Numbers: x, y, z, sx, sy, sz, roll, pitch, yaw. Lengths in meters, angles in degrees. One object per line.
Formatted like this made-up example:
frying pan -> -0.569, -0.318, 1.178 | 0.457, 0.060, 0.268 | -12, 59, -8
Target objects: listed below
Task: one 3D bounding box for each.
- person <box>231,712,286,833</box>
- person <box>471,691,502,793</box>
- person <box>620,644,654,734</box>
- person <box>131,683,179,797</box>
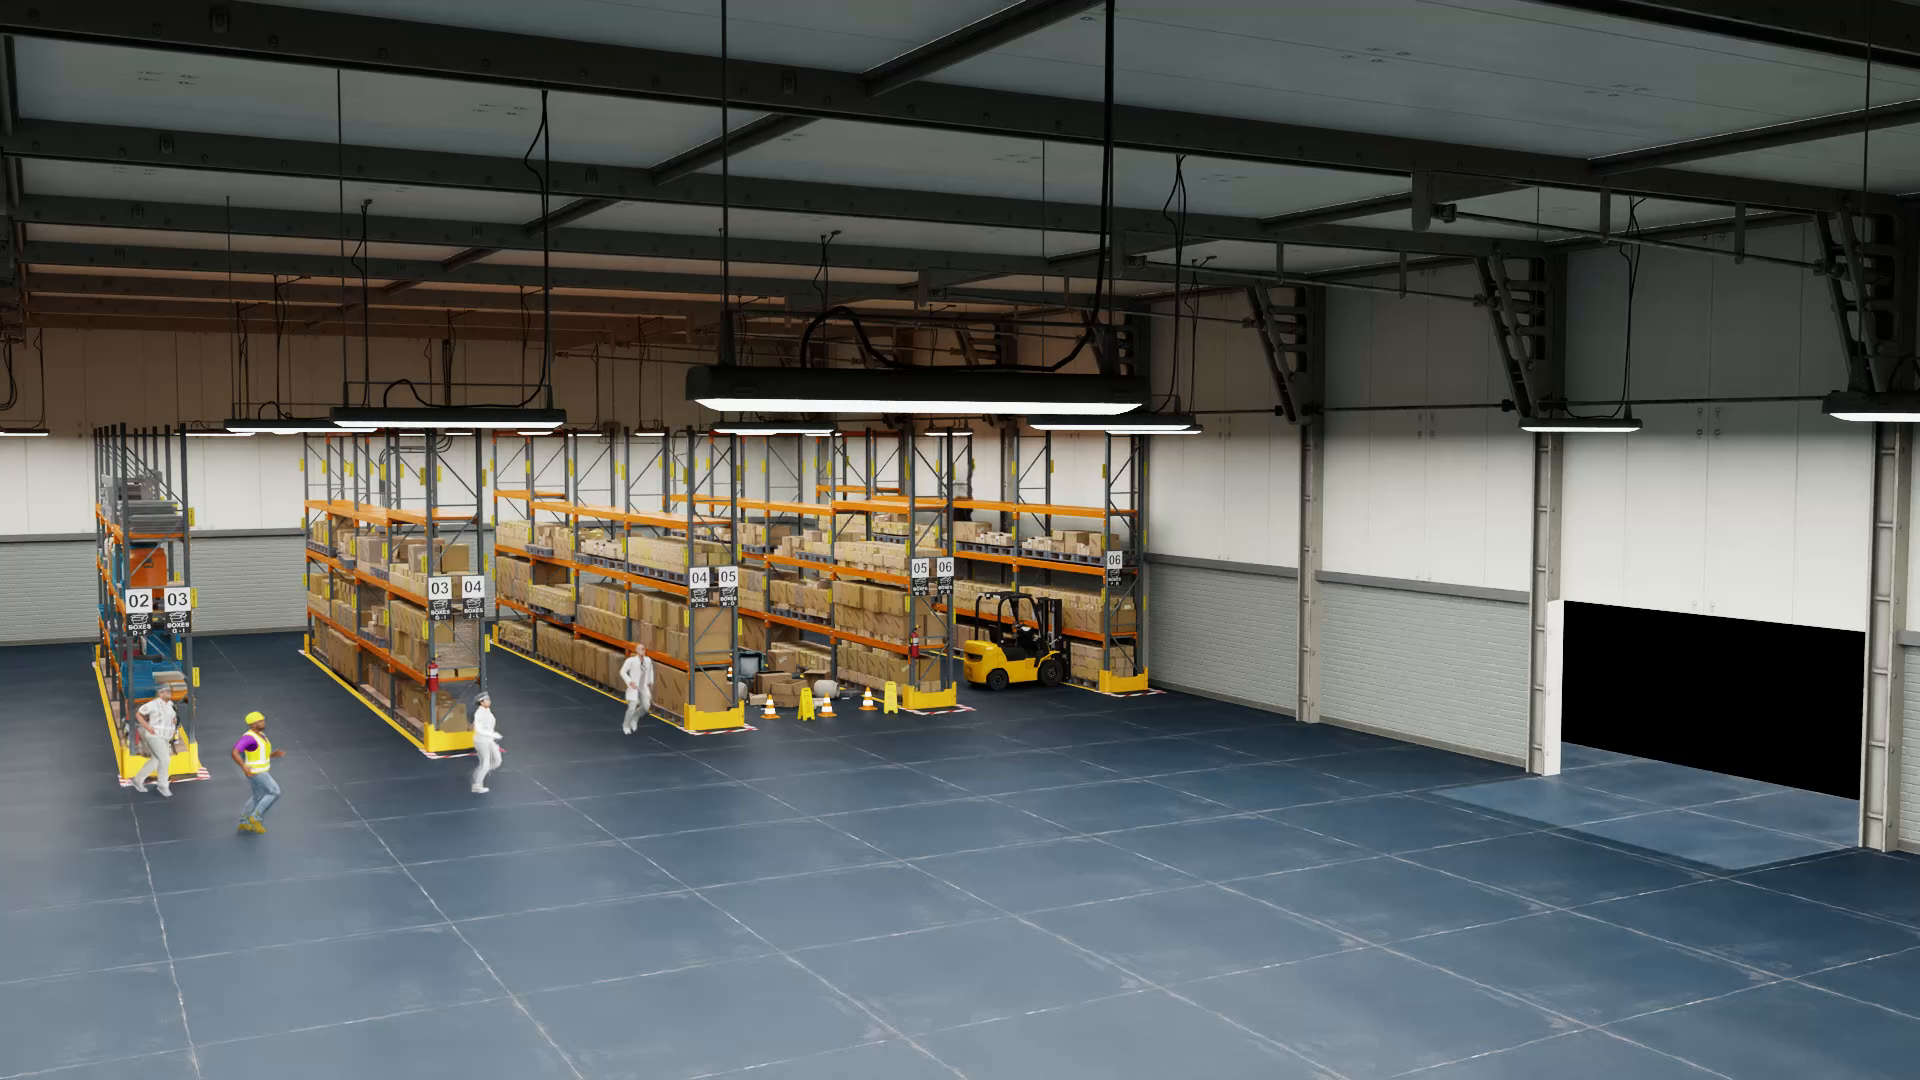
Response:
person -> -10.174, 3.377, 24.174 | 0.690, 1.762, 0.678 | -1, 4, -12
person -> -7.639, 3.252, 26.900 | 0.553, 1.646, 0.659 | 0, 3, 4
person -> -6.252, 2.897, 32.456 | 0.778, 1.719, 0.575 | -3, 4, -37
person -> -13.013, 3.228, 26.967 | 0.789, 1.829, 0.677 | 0, 3, 4
